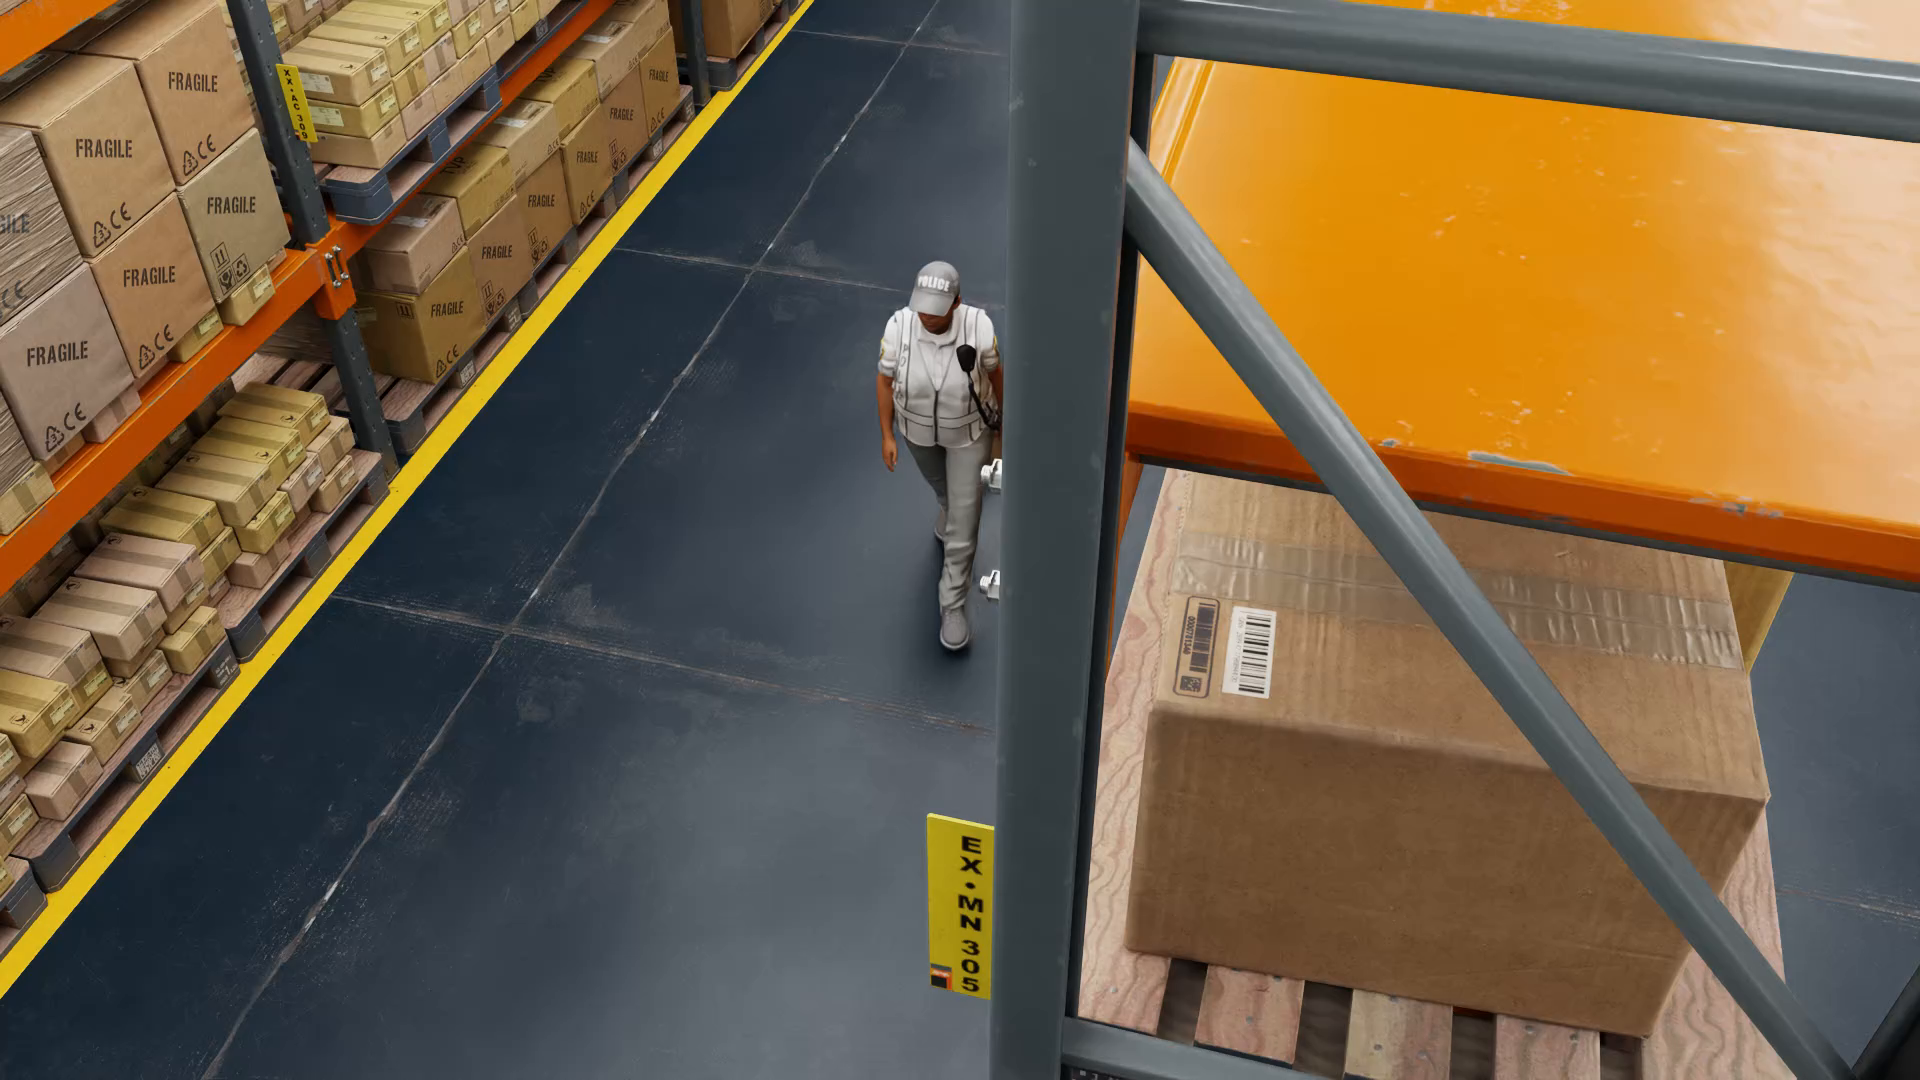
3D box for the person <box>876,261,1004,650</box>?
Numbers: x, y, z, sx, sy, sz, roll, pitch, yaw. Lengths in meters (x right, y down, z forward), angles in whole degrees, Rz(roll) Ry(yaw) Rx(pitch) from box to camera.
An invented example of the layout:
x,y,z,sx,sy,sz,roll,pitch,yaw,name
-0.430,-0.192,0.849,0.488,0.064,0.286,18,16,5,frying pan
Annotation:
x,y,z,sx,sy,sz,roll,pitch,yaw,name
-0.088,-0.458,6.839,0.506,1.598,0.963,9,42,10,person
